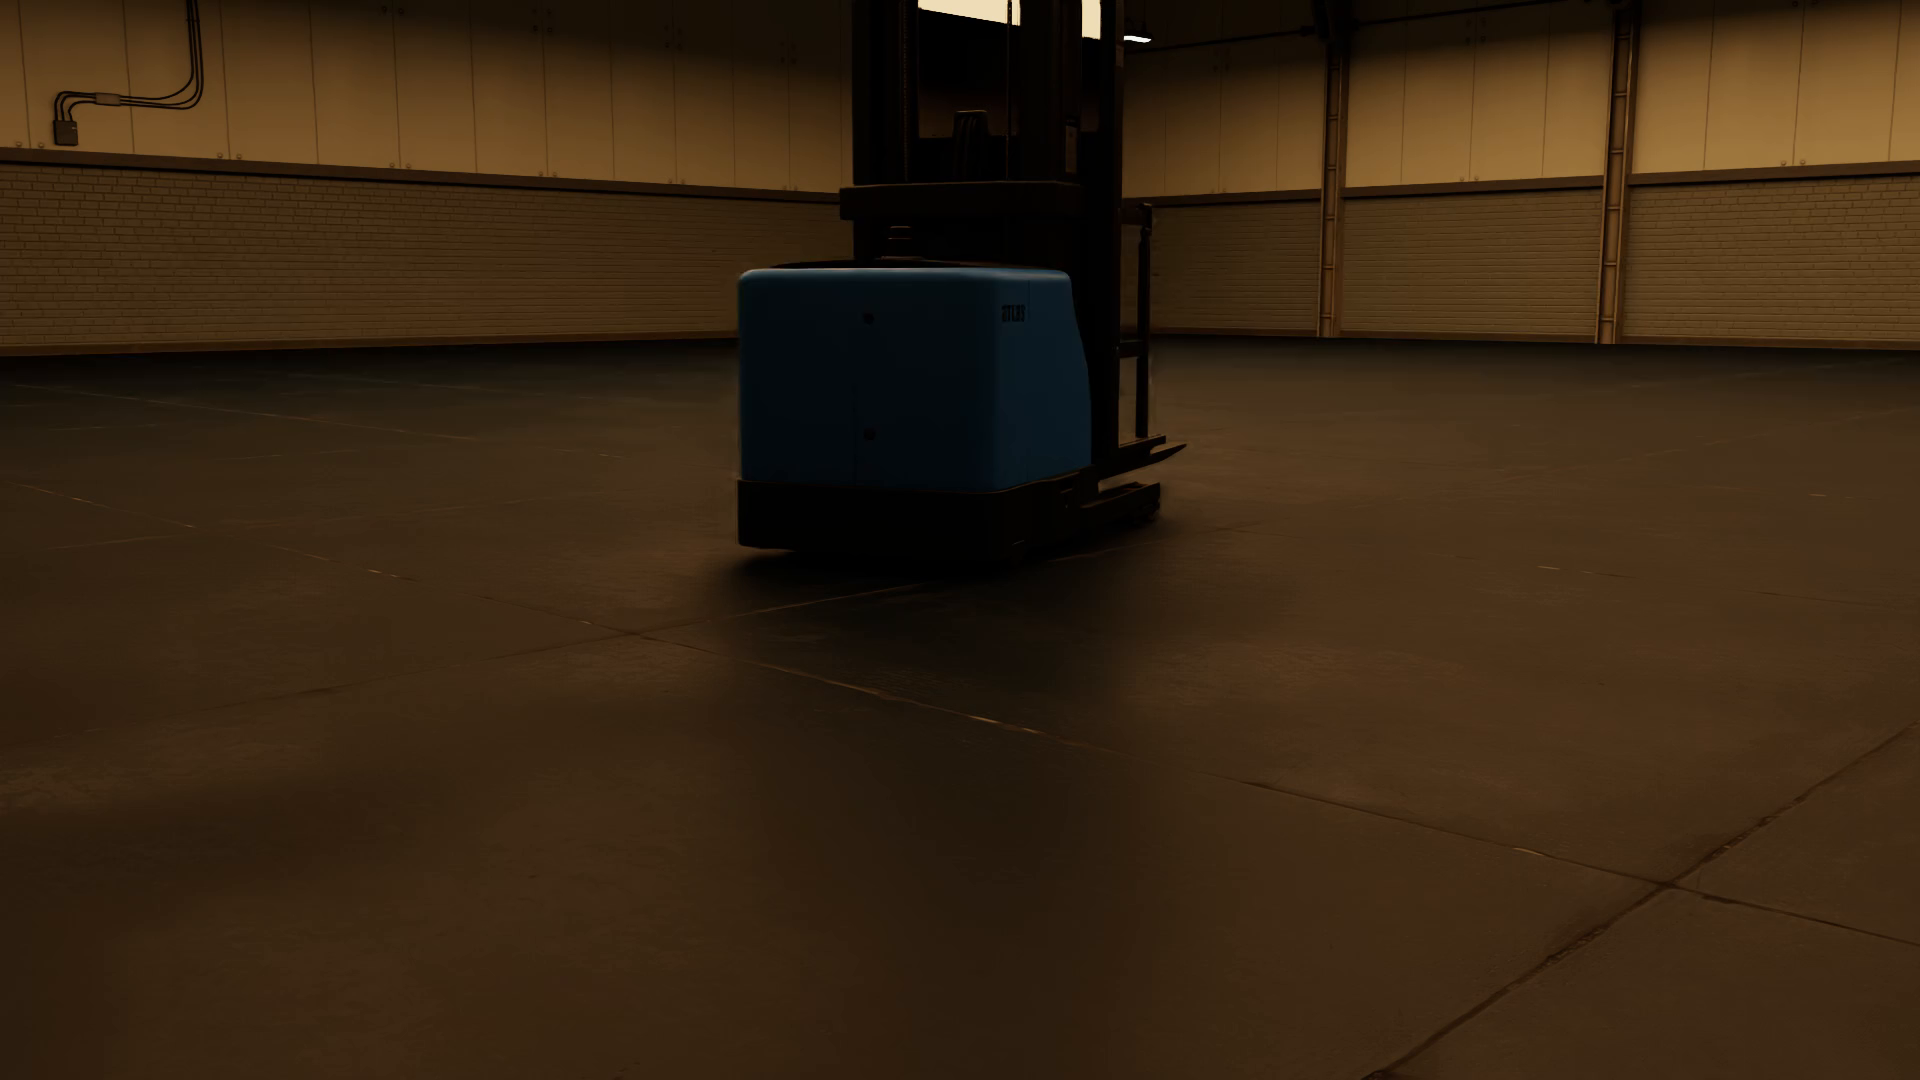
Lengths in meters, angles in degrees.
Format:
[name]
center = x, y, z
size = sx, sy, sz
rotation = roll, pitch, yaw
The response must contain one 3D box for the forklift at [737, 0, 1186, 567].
[forklift]
center = 0.235, -1.534, 7.062
size = 1.130, 2.935, 3.031
rotation = 4, 9, 23
